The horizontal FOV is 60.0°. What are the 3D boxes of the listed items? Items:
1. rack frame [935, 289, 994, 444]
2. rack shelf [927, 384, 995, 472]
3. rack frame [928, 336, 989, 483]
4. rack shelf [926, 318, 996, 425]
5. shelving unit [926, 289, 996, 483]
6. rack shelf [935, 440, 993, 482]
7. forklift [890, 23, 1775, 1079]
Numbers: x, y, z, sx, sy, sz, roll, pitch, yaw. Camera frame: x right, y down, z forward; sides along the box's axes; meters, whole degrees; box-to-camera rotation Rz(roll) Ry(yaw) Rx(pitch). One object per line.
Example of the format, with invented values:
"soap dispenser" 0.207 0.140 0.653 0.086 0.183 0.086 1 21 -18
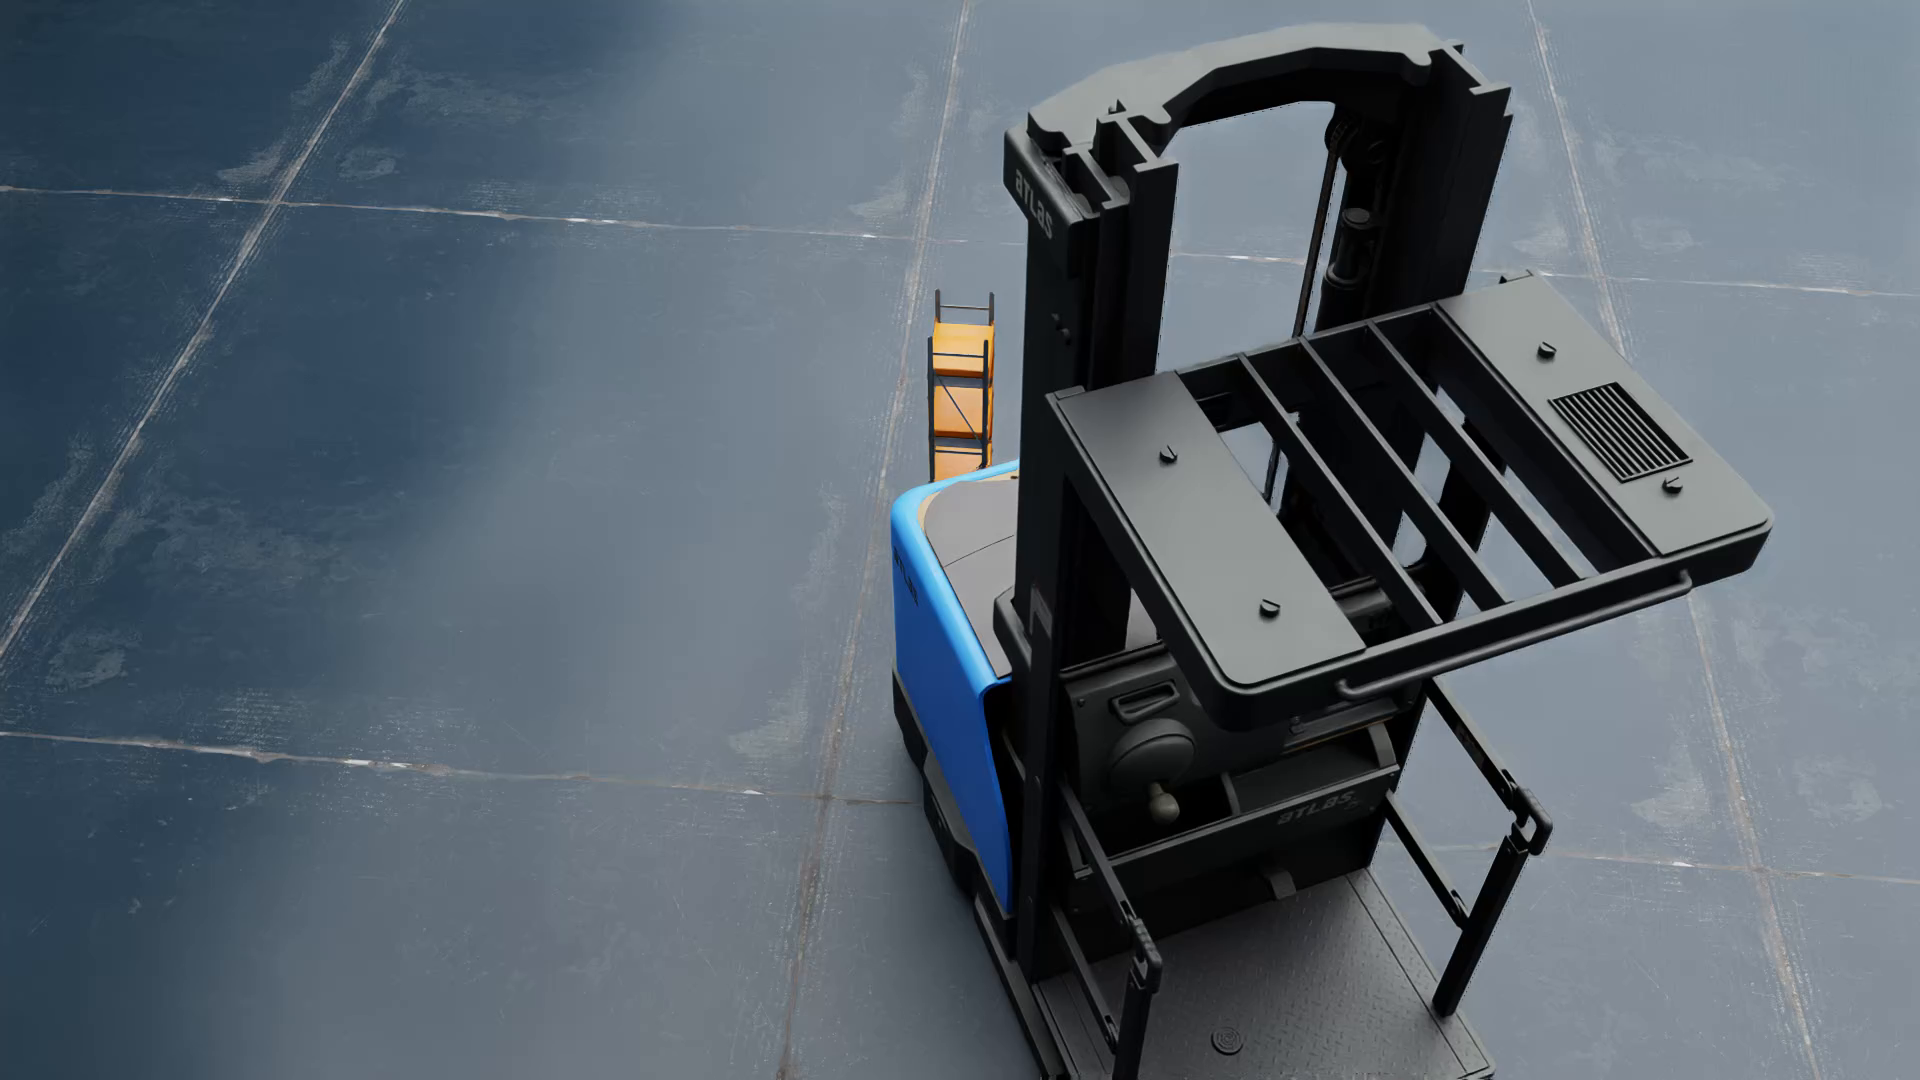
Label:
"rack frame" 0.016 -0.483 5.981 0.200 1.050 0.008 4 48 4
"rack shelf" 0.005 -0.386 5.906 0.215 0.259 0.240 4 48 4
"rack frame" -0.006 -0.304 5.817 0.200 1.050 0.008 4 48 4
"rack shelf" 0.005 -0.578 5.697 0.215 0.259 0.240 4 48 4
"shelving unit" 0.005 -0.394 5.899 0.215 1.050 0.252 4 48 4
"rack shelf" 0.005 -0.199 6.111 0.215 0.259 0.240 4 48 4
"forklift" 0.774 0.489 3.817 1.130 2.935 3.031 -16 49 -14
